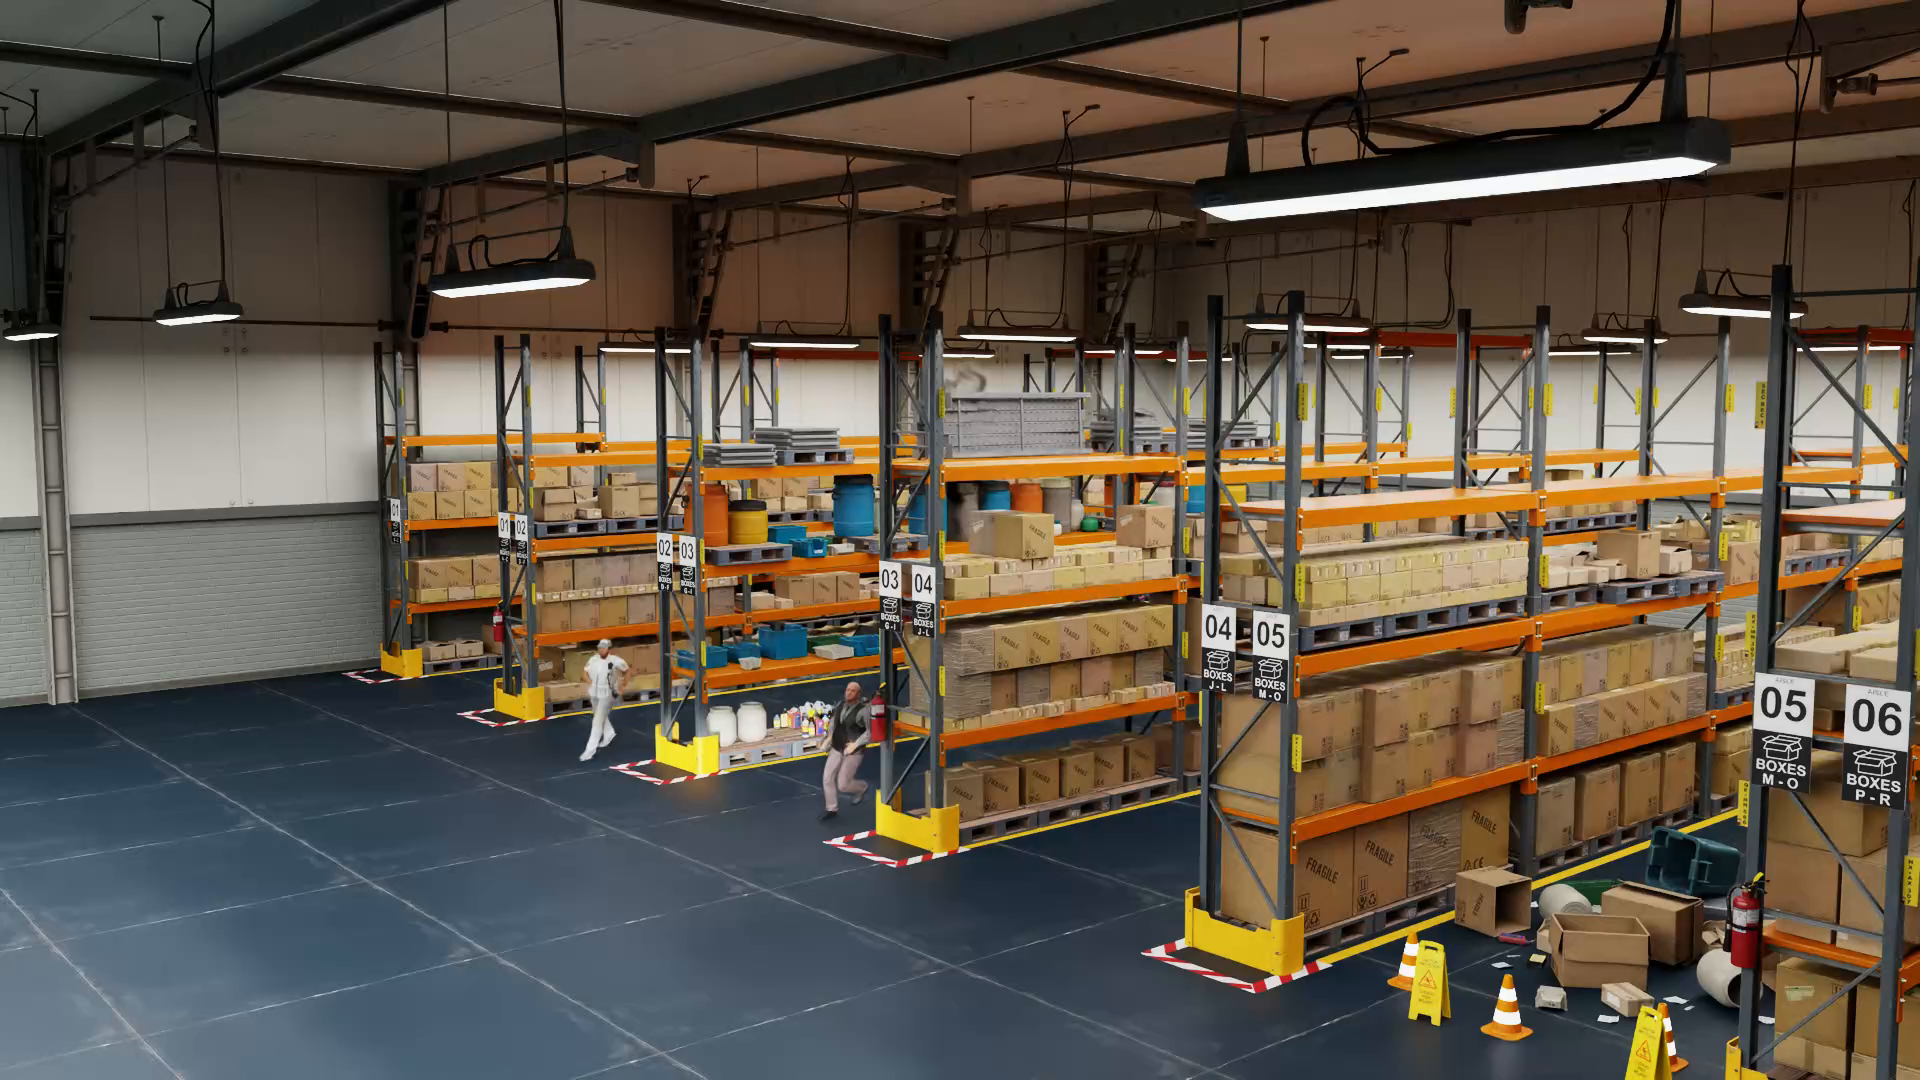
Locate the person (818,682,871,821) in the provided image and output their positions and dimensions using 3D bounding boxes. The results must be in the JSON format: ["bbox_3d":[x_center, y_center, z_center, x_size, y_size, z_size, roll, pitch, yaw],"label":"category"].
[{"bbox_3d":[-1.308,2.528,19.994,0.699,1.677,0.713,4,7,37],"label":"person"}]

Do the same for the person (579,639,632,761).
[{"bbox_3d":[-5.006,2.209,23.444,0.638,1.679,0.898,2,6,21],"label":"person"}]
